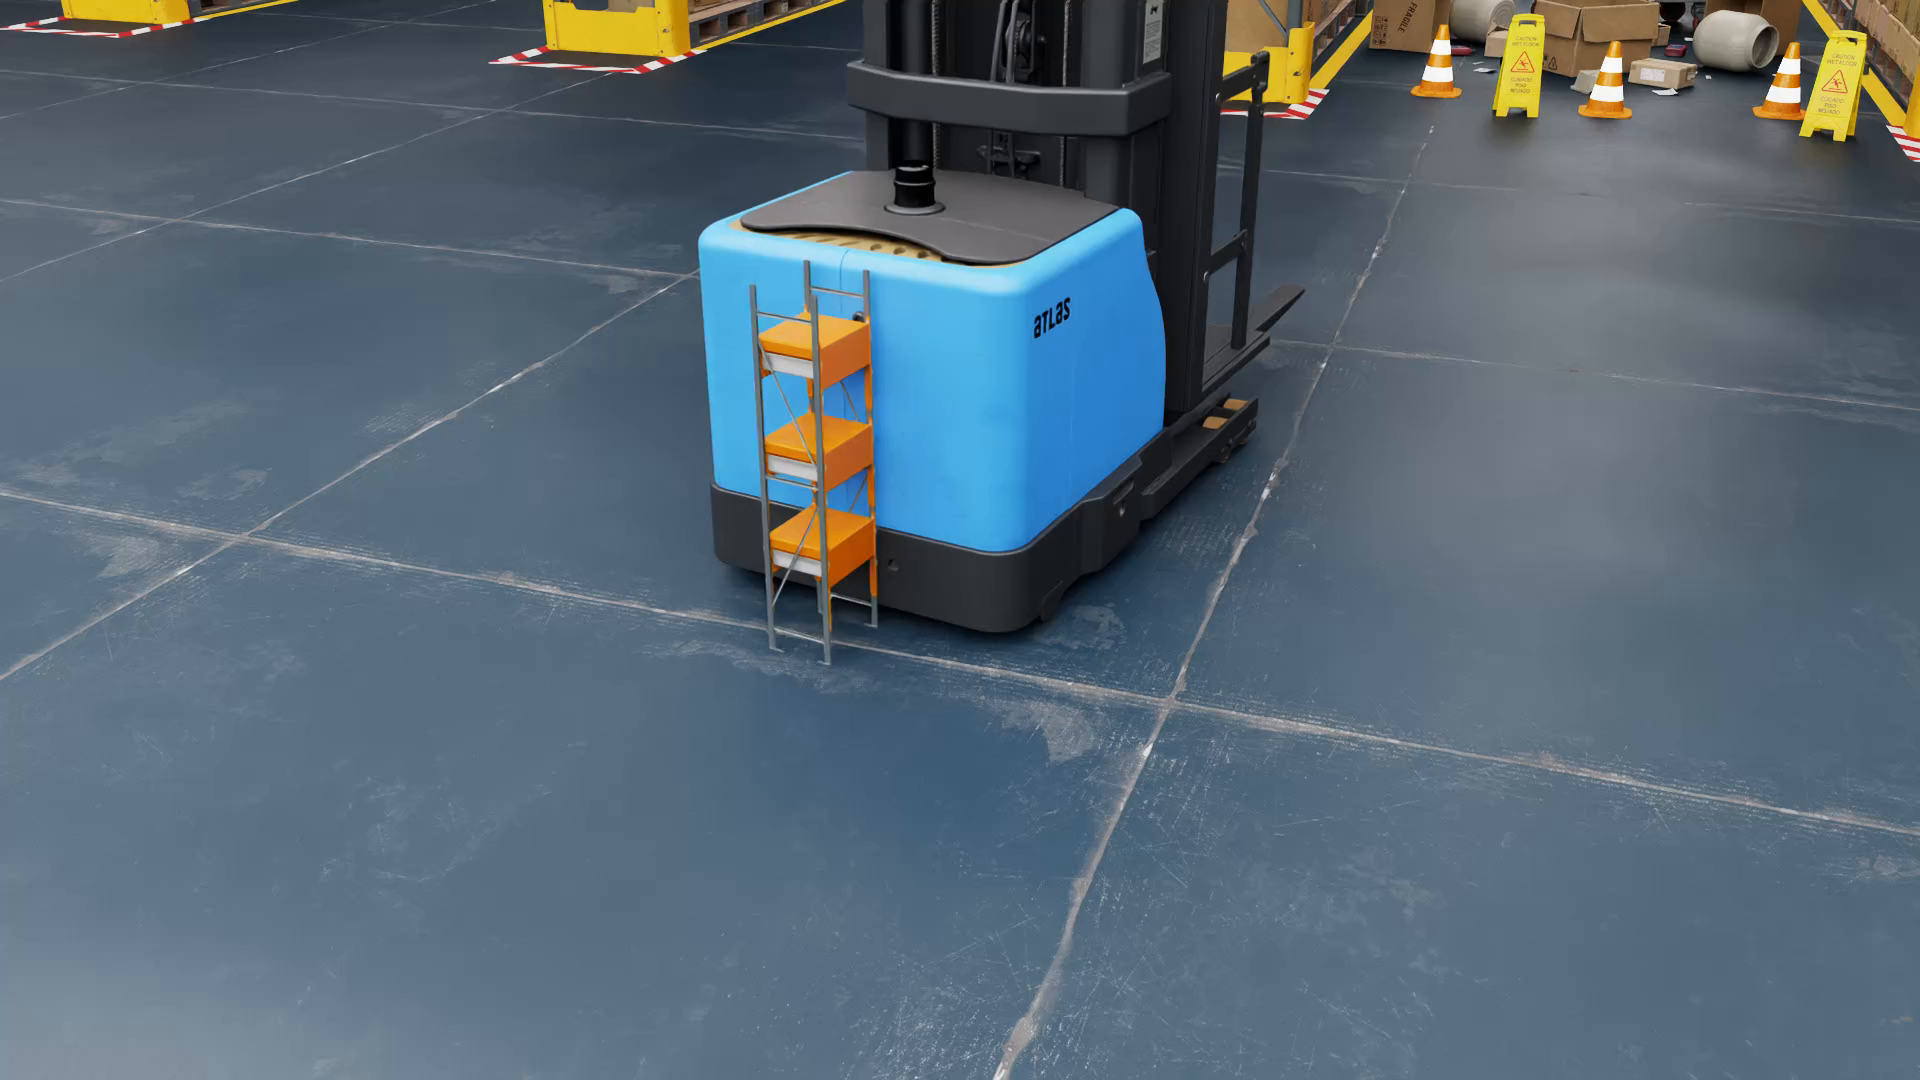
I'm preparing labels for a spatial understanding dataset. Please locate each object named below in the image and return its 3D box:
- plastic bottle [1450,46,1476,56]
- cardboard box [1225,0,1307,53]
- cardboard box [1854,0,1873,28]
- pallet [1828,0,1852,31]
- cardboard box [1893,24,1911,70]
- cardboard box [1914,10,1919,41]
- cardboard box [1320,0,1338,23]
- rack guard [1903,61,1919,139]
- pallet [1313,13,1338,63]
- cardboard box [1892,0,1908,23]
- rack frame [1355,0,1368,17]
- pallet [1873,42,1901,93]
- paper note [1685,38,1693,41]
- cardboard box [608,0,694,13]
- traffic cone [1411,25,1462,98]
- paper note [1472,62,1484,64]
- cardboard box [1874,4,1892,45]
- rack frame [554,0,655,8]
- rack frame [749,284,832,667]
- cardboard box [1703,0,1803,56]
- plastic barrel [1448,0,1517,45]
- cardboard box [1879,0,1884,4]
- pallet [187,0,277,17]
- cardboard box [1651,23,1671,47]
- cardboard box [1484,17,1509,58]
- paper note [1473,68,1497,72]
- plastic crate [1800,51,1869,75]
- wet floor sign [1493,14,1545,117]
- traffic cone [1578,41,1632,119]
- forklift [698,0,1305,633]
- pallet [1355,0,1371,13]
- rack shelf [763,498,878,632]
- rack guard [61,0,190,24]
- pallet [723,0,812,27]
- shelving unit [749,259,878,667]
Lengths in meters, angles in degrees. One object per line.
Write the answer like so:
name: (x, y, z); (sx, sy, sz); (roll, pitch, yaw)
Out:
plastic bottle: (3.940, -3.887, 13.209); (0.283, 0.061, 0.133); (0, 26, -1)
cardboard box: (2.029, -4.033, 12.095); (0.875, 0.875, 0.875); (9, 27, 18)
cardboard box: (7.448, -4.228, 13.214); (0.500, 0.250, 0.500); (7, 27, 15)
pallet: (8.156, -4.545, 14.395); (1.003, 0.211, 1.213); (9, 27, 17)
cardboard box: (6.763, -3.371, 11.443); (0.500, 0.250, 0.500); (9, 27, 18)
cardboard box: (6.588, -3.492, 10.833); (0.500, 0.500, 0.500); (9, 27, 18)
cardboard box: (2.626, -4.770, 13.615); (0.875, 0.875, 0.875); (9, 27, 18)
rack guard: (6.593, -2.742, 10.340); (1.175, 0.500, 0.348); (9, 27, 17)
pallet: (2.466, -4.097, 13.470); (1.003, 0.211, 1.213); (9, 27, 17)
cardboard box: (6.933, -3.914, 11.704); (0.500, 0.500, 0.500); (8, 27, 16)
rack frame: (3.197, -6.156, 14.523); (1.000, 3.000, 0.127); (9, 27, 17)
pallet: (7.304, -3.441, 12.114); (1.003, 0.211, 1.213); (9, 27, 17)
paper note: (6.114, -4.173, 13.834); (0.148, 0.019, 0.142); (9, 27, 17)
cardboard box: (-2.554, -4.591, 13.677); (0.500, 0.500, 0.500); (14, 29, 27)
traffic cone: (3.382, -3.383, 11.706); (0.336, 0.463, 0.334); (9, 27, 17)
paper note: (4.006, -3.689, 12.857); (0.123, 0.001, 0.032); (-20, 33, -36)
cardboard box: (7.107, -3.789, 12.306); (0.500, 0.250, 0.500); (8, 27, 17)
rack frame: (-2.778, -5.273, 12.699); (1.000, 3.000, 0.127); (9, 27, 17)
rack frame: (-0.439, -0.148, 4.351); (0.200, 1.050, 0.008); (13, 29, 26)
cardboard box: (6.259, -4.113, 13.168); (0.500, 0.500, 0.500); (-14, 29, -27)
plastic barrel: (4.266, -4.308, 13.662); (0.421, 0.421, 0.512); (-14, 29, -27)
cardboard box: (7.281, -4.344, 12.593); (0.500, 0.500, 0.500); (10, 28, 20)
pallet: (-7.192, -5.108, 15.557); (1.003, 0.211, 1.213); (9, 27, 17)
cardboard box: (5.604, -4.226, 13.673); (0.258, 0.266, 0.396); (-9, 27, -18)
cardboard box: (4.362, -3.952, 13.108); (0.396, 0.266, 0.258); (14, 29, 26)
paper note: (3.975, -3.556, 12.562); (0.144, 0.017, 0.142); (20, 32, 35)
plastic crate: (6.603, -3.640, 12.675); (0.402, 0.080, 0.583); (0, 26, -1)
wet floor sign: (3.724, -3.154, 11.023); (0.267, 0.644, 0.232); (4, 26, 8)
traffic cone: (4.334, -3.079, 11.079); (0.336, 0.463, 0.334); (9, 27, 17)
forklift: (0.413, -1.671, 5.337); (1.130, 2.935, 3.031); (13, 29, 26)
pallet: (3.383, -5.229, 15.808); (1.003, 0.211, 1.213); (9, 27, 17)
rack shelf: (-0.380, 0.065, 4.573); (0.215, 0.259, 0.240); (13, 29, 26)
rack guard: (-7.467, -4.905, 14.806); (1.175, 0.500, 0.348); (9, 27, 17)
pallet: (-2.041, -4.878, 15.082); (1.003, 0.211, 1.213); (9, 27, 17)
shelving unit: (-0.380, -0.194, 4.447); (0.215, 1.050, 0.252); (13, 29, 26)
